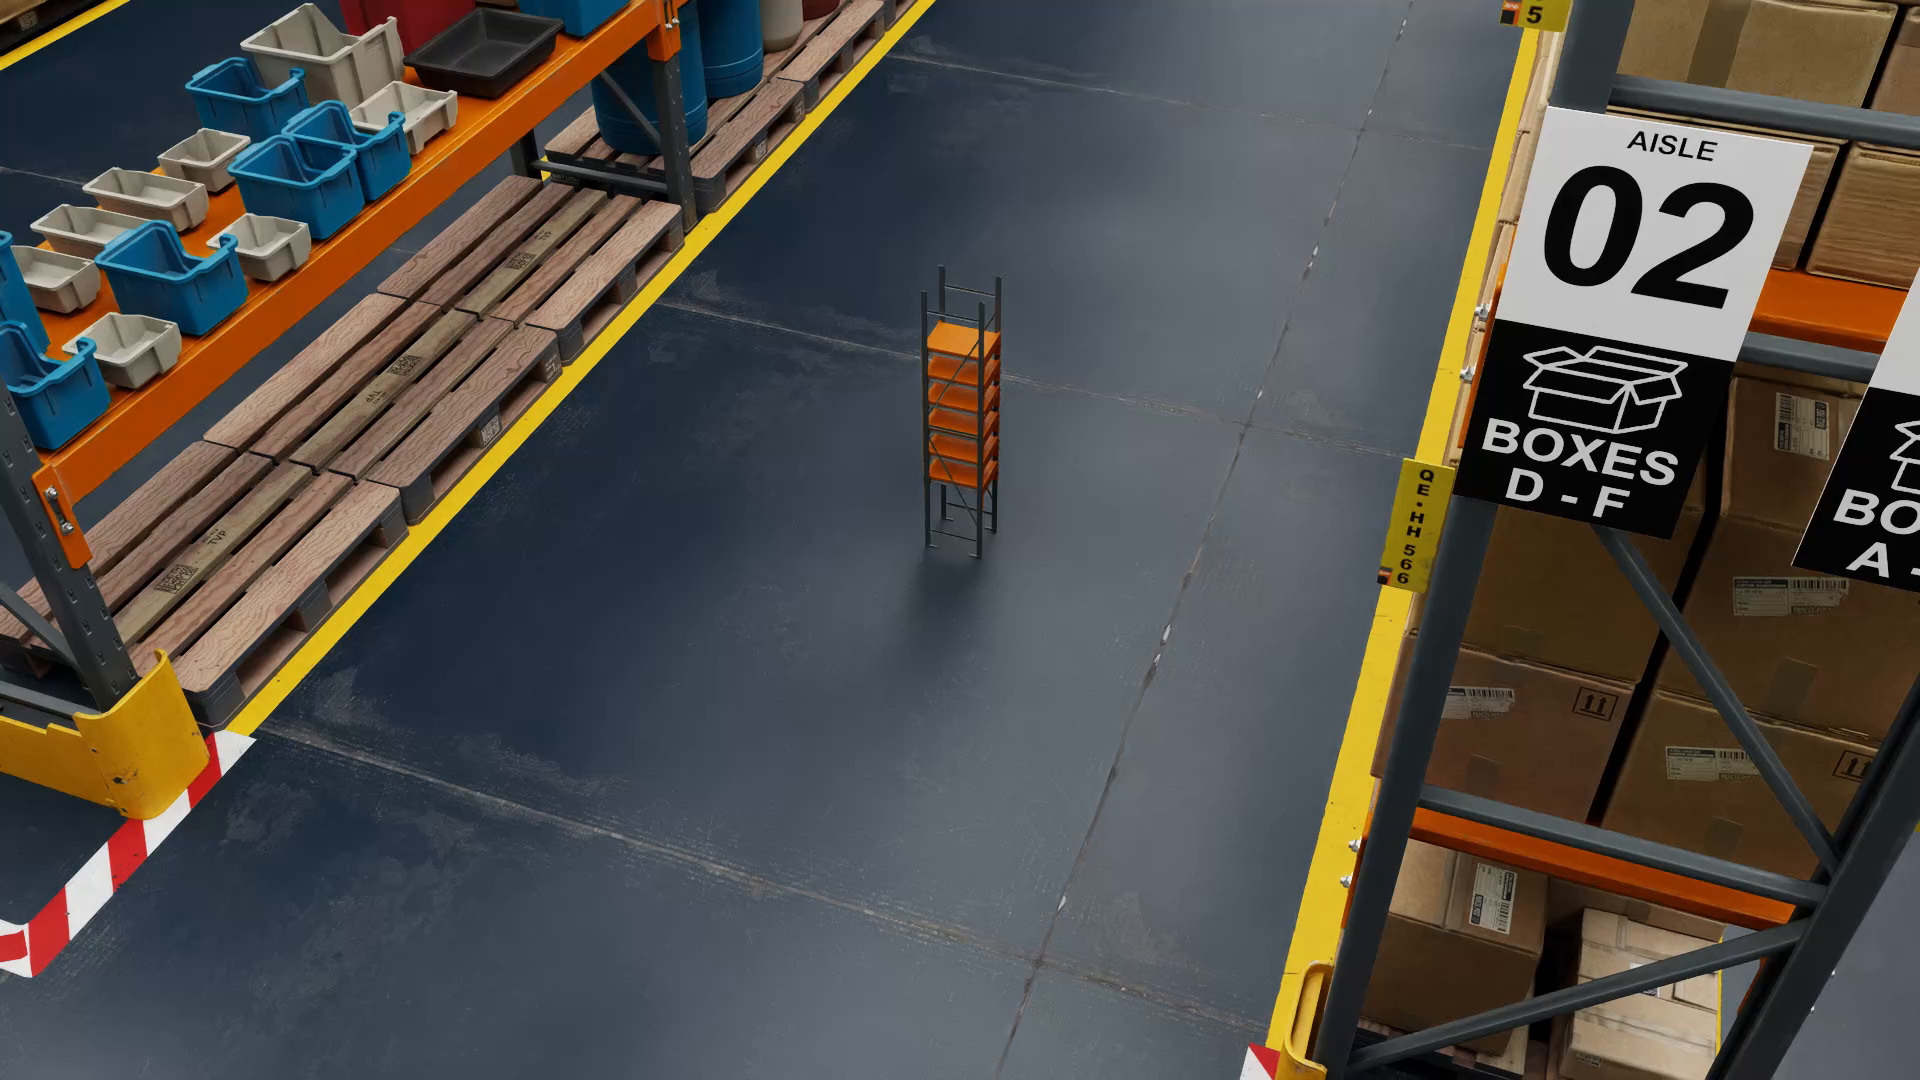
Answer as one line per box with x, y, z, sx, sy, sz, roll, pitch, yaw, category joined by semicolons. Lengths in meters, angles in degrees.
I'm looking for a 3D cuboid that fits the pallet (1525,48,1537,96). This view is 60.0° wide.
3.871;-2.700;9.752;1.003;0.211;1.213;13;42;15;pallet

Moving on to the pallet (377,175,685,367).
-2.074;-1.351;8.171;1.003;0.211;1.213;13;42;15;pallet

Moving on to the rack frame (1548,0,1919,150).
1.426;-1.610;1.704;1.000;3.000;0.127;13;42;15;rack frame

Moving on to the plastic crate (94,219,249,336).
-2.608;-0.868;5.539;0.416;0.233;0.300;13;42;15;plastic crate

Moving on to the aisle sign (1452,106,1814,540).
1.115;-0.343;2.838;0.394;0.787;0.004;13;42;15;aisle sign

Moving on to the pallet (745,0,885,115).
-1.141;-3.016;10.123;1.003;0.211;1.213;13;42;15;pallet

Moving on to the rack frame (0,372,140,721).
-3.227;-0.430;4.942;1.000;3.000;0.127;13;42;15;rack frame

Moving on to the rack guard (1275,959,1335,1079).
1.452;1.577;4.517;1.175;0.500;0.348;13;42;15;rack guard

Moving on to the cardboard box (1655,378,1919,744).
1.826;0.041;3.543;0.500;0.500;0.500;15;43;16;cardboard box

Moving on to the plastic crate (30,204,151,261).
-3.006;-1.063;5.842;0.396;0.136;0.243;13;42;15;plastic crate

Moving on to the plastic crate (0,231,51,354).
-3.288;-0.712;5.199;0.616;0.435;0.499;13;42;15;plastic crate

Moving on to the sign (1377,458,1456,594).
0.911;-0.024;3.332;0.100;0.325;0.005;13;42;15;sign

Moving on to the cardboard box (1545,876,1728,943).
2.050;0.977;5.073;0.500;0.250;0.500;13;42;15;cardboard box

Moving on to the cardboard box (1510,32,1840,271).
1.354;-0.784;3.162;0.500;0.250;0.500;13;42;15;cardboard box

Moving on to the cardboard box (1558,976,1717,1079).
1.892;1.410;4.644;0.380;0.149;0.250;13;42;15;cardboard box

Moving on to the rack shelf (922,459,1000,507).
0.005;-0.249;6.556;0.258;0.103;0.180;13;42;15;rack shelf

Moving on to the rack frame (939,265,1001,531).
0.036;-0.521;6.436;0.240;1.200;0.006;13;42;15;rack frame

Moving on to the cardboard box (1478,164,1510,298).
2.693;-1.349;7.607;0.500;0.500;0.500;13;42;15;cardboard box

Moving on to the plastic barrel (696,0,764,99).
-1.415;-2.991;9.237;0.600;0.901;0.708;13;42;15;plastic barrel

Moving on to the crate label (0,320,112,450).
-2.834;-0.466;5.068;0.416;0.233;0.303;13;42;15;crate label

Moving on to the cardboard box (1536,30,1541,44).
3.738;-3.210;9.788;0.500;0.500;0.500;15;43;17;cardboard box

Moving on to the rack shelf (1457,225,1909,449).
2.110;-1.415;4.341;1.077;0.370;4.000;13;42;15;rack shelf

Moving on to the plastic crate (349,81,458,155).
-2.172;-1.663;6.545;0.293;0.136;0.466;13;42;15;plastic crate

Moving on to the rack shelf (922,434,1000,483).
0.005;-0.340;6.478;0.258;0.103;0.180;13;42;15;rack shelf

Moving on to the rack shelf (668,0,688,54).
-1.176;-3.815;9.465;1.077;0.370;4.000;13;42;15;rack shelf

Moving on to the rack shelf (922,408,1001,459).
0.005;-0.431;6.400;0.258;0.103;0.180;13;42;15;rack shelf

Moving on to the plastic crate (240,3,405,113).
-2.555;-1.957;6.777;0.437;0.282;0.530;13;42;15;plastic crate

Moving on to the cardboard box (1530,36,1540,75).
3.388;-2.584;9.055;0.500;0.500;0.500;13;42;15;cardboard box

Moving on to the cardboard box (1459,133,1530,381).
1.665;-0.704;4.417;0.500;0.500;0.500;14;43;16;cardboard box

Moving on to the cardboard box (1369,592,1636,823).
1.324;0.300;4.010;0.500;0.500;0.500;15;43;16;cardboard box

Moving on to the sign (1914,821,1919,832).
1.936;0.463;3.229;0.100;0.325;0.005;13;42;15;sign

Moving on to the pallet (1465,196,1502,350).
3.037;-1.211;8.007;1.003;0.211;1.213;13;42;15;pallet

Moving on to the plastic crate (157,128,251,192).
-2.850;-1.423;6.264;0.298;0.136;0.250;13;42;15;plastic crate

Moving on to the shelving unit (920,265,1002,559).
0.005;-0.465;6.371;0.258;1.200;0.189;13;42;15;shelving unit

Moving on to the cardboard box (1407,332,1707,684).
1.320;-0.079;3.684;0.500;0.500;0.500;13;42;15;cardboard box

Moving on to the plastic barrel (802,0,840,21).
-1.029;-3.560;10.146;0.600;0.588;0.708;13;42;15;plastic barrel

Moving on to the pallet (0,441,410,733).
-2.909;0.137;6.427;1.003;0.211;1.213;13;42;15;pallet

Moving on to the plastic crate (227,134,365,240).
-2.383;-1.269;6.009;0.416;0.233;0.300;13;42;15;plastic crate

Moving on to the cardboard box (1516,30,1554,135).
2.016;-1.333;5.154;0.500;0.500;0.500;12;42;14;cardboard box

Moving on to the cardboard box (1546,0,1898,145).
1.362;-0.972;2.998;0.500;0.250;0.500;13;42;15;cardboard box

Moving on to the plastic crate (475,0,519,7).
-2.153;-2.540;7.573;0.396;0.136;0.243;13;42;15;plastic crate
